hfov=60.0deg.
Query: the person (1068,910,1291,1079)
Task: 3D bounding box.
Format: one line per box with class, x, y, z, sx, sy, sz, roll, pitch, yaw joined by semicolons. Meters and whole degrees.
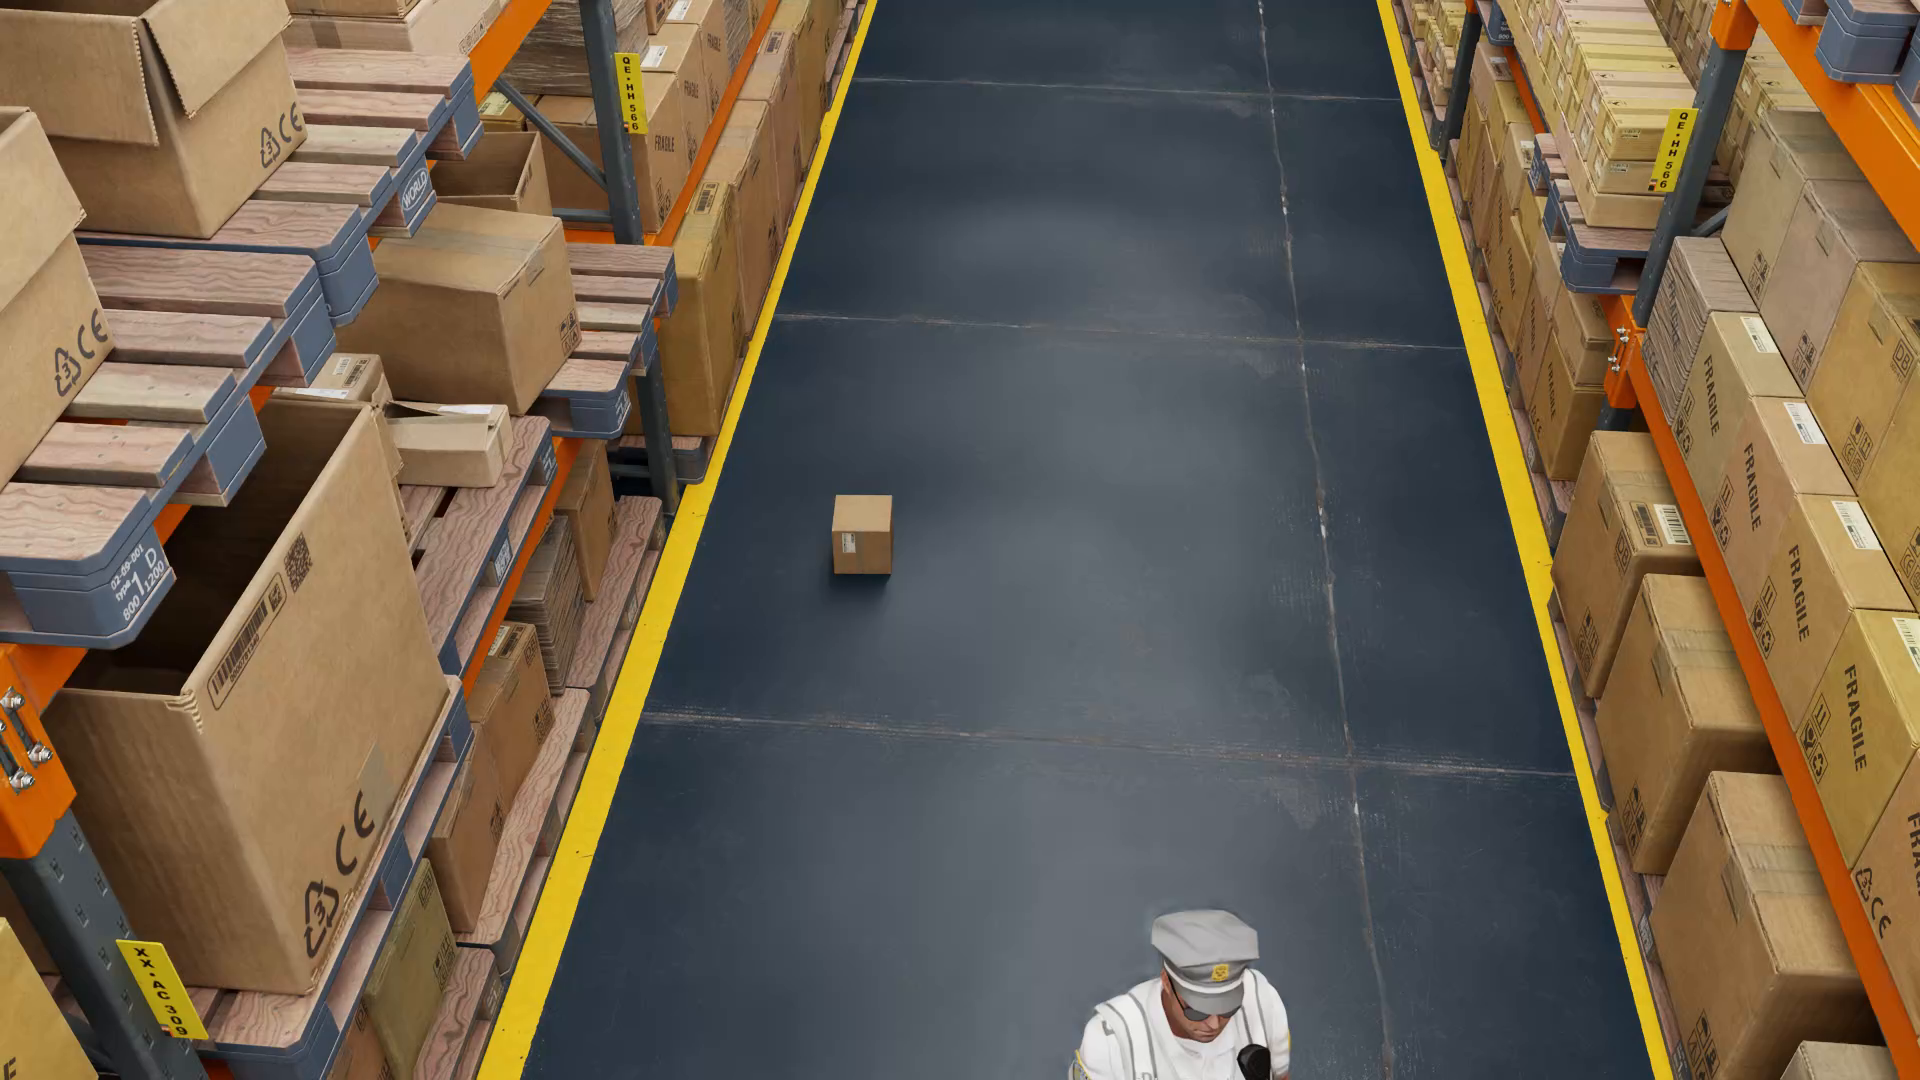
person;0.577;1.627;4.216;0.540;1.837;0.625;-14;42;-16
